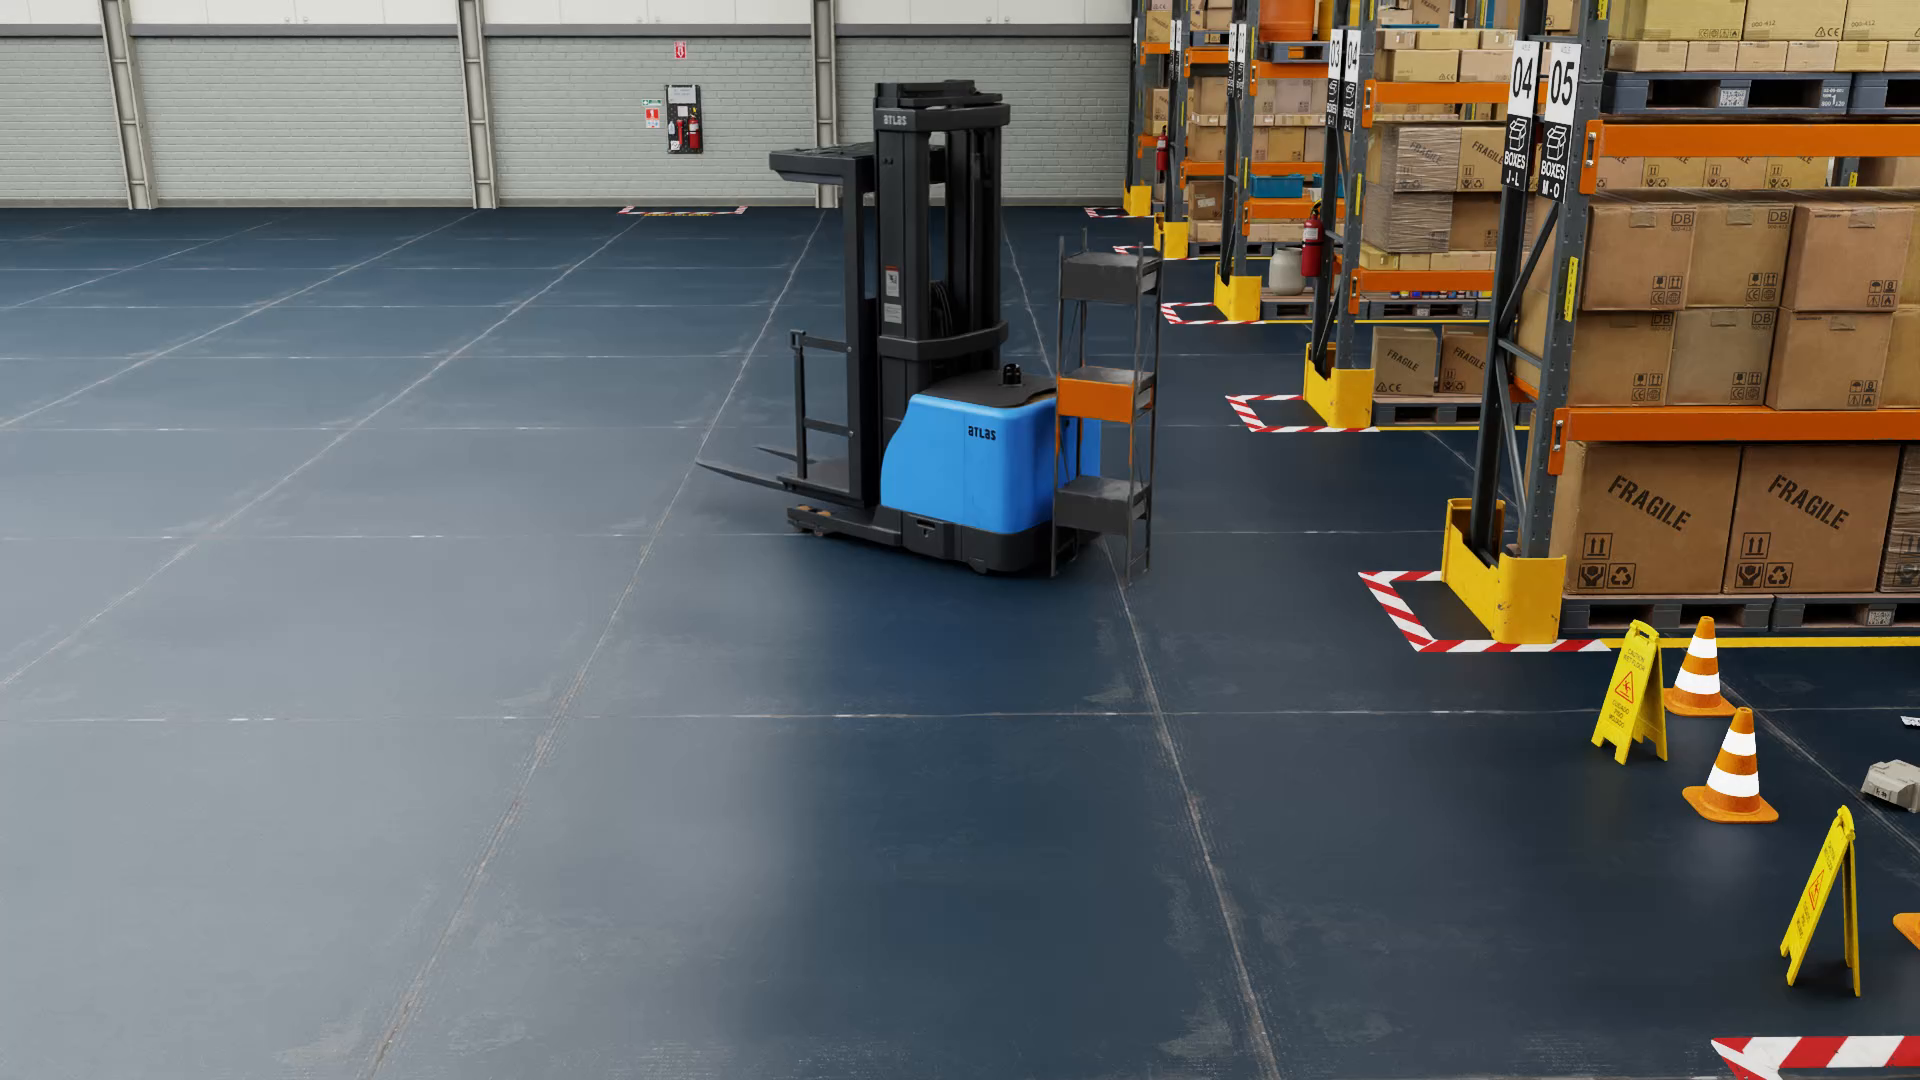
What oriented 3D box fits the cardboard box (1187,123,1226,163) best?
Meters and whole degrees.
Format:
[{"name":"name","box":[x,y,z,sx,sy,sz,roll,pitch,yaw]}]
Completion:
[{"name":"cardboard box","box":[3.518,-5.614,23.475,0.500,0.500,0.700,0,18,-1]}]

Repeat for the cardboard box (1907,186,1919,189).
[{"name":"cardboard box","box":[5.721,-1.642,9.243,0.550,0.550,0.875,0,18,-1]}]

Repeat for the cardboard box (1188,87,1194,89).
[{"name":"cardboard box","box":[3.940,-7.443,28.325,0.500,0.500,0.500,0,18,0]}]

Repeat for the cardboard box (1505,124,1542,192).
[{"name":"cardboard box","box":[4.758,-3.131,13.609,0.500,0.500,0.500,0,18,-1]}]

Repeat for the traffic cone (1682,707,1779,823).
[{"name":"traffic cone","box":[3.412,0.958,7.302,0.334,0.463,0.336,0,18,-1]}]

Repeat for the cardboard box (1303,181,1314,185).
[{"name":"cardboard box","box":[5.082,-4.921,24.063,0.500,0.500,0.500,0,18,-1]}]

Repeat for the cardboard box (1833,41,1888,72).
[{"name":"cardboard box","box":[4.538,-2.492,8.556,0.250,0.149,0.380,0,18,-1]}]

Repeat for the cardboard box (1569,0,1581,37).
[{"name":"cardboard box","box":[3.666,-2.861,9.053,0.500,0.250,0.500,0,18,0]}]

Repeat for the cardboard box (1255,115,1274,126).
[{"name":"cardboard box","box":[4.212,-5.864,23.193,0.250,0.149,0.380,-1,18,-2]}]

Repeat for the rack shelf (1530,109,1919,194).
[{"name":"rack shelf","box":[5.181,-2.123,9.022,4.000,0.370,1.077,0,18,-1]}]

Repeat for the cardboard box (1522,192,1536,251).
[{"name":"cardboard box","box":[4.753,-2.755,14.073,0.500,0.500,0.875,0,18,-1]}]

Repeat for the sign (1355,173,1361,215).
[{"name":"sign","box":[3.212,-2.789,13.415,0.005,0.325,0.100,0,18,-1]}]

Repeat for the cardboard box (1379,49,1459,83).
[{"name":"cardboard box","box":[3.689,-3.823,13.390,0.500,0.250,0.500,0,18,1]}]

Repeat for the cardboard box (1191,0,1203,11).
[{"name":"cardboard box","box":[3.860,-8.958,27.316,0.500,0.500,0.500,0,18,-1]}]

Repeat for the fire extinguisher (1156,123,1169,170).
[{"name":"fire extinguisher","box":[2.925,-5.673,23.948,0.183,0.674,0.296,0,18,-1]}]

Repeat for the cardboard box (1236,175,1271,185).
[{"name":"cardboard box","box":[4.967,-6.067,28.423,0.500,0.500,0.700,-1,18,-4]}]

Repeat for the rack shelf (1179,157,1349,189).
[{"name":"rack shelf","box":[5.051,-5.236,23.635,4.000,0.370,1.077,0,18,-1]}]

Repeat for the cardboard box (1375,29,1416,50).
[{"name":"cardboard box","box":[3.483,-4.020,13.352,0.250,0.149,0.380,0,18,-1]}]

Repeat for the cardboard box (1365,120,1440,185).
[{"name":"cardboard box","box":[3.750,-3.286,14.094,0.500,0.500,0.500,0,18,-1]}]

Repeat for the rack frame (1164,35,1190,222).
[{"name":"rack frame","box":[3.051,-5.568,23.495,0.127,3.000,1.000,0,18,-1]}]

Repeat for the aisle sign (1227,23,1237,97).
[{"name":"aisle sign","box":[3.049,-5.384,18.664,0.004,0.787,0.394,0,18,-1]}]

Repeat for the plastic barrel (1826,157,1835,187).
[{"name":"plastic barrel","box":[9.678,-4.075,18.657,0.421,0.512,0.421,0,18,0]}]

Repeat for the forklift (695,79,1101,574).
[{"name":"forklift","box":[-0.539,-1.535,11.033,3.031,2.935,1.130,14,22,37]}]

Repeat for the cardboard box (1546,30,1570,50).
[{"name":"cardboard box","box":[4.784,-4.016,13.339,0.250,0.149,0.380,-1,18,-3]}]

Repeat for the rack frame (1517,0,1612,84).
[{"name":"rack frame","box":[3.181,-3.884,8.424,0.127,3.000,1.000,0,18,-1]}]

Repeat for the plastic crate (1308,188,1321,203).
[{"name":"plastic crate","box":[4.025,-3.836,18.527,0.250,0.136,0.298,0,18,-1]}]

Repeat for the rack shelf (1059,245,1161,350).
[{"name":"rack shelf","box":[0.890,-1.439,9.832,0.480,0.518,0.431,9,21,24]}]

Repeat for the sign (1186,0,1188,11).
[{"name":"sign","box":[3.054,-7.281,22.363,0.005,0.325,0.100,0,18,-1]}]

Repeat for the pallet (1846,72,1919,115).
[{"name":"pallet","box":[5.145,-2.427,8.937,1.213,0.211,1.003,0,18,-1]}]

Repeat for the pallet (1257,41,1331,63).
[{"name":"pallet","box":[3.954,-5.368,18.269,1.213,0.211,1.003,0,18,-1]}]

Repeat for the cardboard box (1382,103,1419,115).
[{"name":"cardboard box","box":[6.102,-6.246,23.321,0.500,0.500,0.700,0,18,-1]}]

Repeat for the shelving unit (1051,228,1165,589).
[{"name":"shelving unit","box":[0.886,-0.789,10.051,0.503,2.100,0.431,9,21,24]}]

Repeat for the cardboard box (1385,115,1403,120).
[{"name":"cardboard box","box":[6.010,-5.873,23.220,0.250,0.149,0.380,0,18,-1]}]

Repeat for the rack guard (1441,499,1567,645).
[{"name":"rack guard","box":[3.157,0.163,9.721,0.348,0.500,1.175,0,18,-1]}]

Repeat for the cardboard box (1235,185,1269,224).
[{"name":"cardboard box","box":[4.091,-4.754,23.542,0.500,0.500,0.500,0,18,-1]}]

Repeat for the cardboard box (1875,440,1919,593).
[{"name":"cardboard box","box":[5.649,-0.248,9.700,0.875,0.875,0.875,0,18,0]}]

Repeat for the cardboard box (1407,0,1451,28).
[{"name":"cardboard box","box":[6.543,-7.408,23.240,0.500,0.500,0.500,1,18,4]}]

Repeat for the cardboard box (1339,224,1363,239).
[{"name":"cardboard box","box":[5.590,-4.403,23.677,0.500,0.250,0.500,0,18,-1]}]

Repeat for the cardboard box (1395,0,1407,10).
[{"name":"cardboard box","box":[7.516,-8.755,27.666,0.500,0.500,0.500,2,18,7]}]

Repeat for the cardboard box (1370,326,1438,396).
[{"name":"cardboard box","box":[3.828,-1.550,14.375,0.500,0.500,0.500,3,18,9]}]

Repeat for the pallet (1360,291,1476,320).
[{"name":"pallet","box":[5.230,-2.750,19.274,1.213,0.211,1.003,0,18,-1]}]

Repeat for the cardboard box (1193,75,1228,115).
[{"name":"cardboard box","box":[3.571,-6.232,23.278,0.500,0.500,0.700,0,18,-1]}]

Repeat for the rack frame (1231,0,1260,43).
[{"name":"rack frame","box":[3.125,-6.912,17.863,0.127,3.000,1.000,0,18,-1]}]

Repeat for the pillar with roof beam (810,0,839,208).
[{"name":"pillar with roof beam","box":[-2.276,-8.862,23.941,0.400,9.000,9.100,0,18,-1]}]

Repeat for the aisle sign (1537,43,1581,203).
[{"name":"aisle sign","box":[3.115,-2.173,8.656,0.004,0.787,0.394,0,18,-1]}]

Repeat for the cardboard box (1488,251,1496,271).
[{"name":"cardboard box","box":[4.493,-2.350,13.875,0.250,0.149,0.380,0,18,-1]}]

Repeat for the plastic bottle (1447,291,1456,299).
[{"name":"plastic bottle","box":[5.589,-2.883,18.869,0.097,0.271,0.097,0,18,0]}]

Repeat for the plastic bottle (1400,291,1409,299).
[{"name":"plastic bottle","box":[5.047,-2.847,18.872,0.097,0.201,0.097,0,18,0]}]
